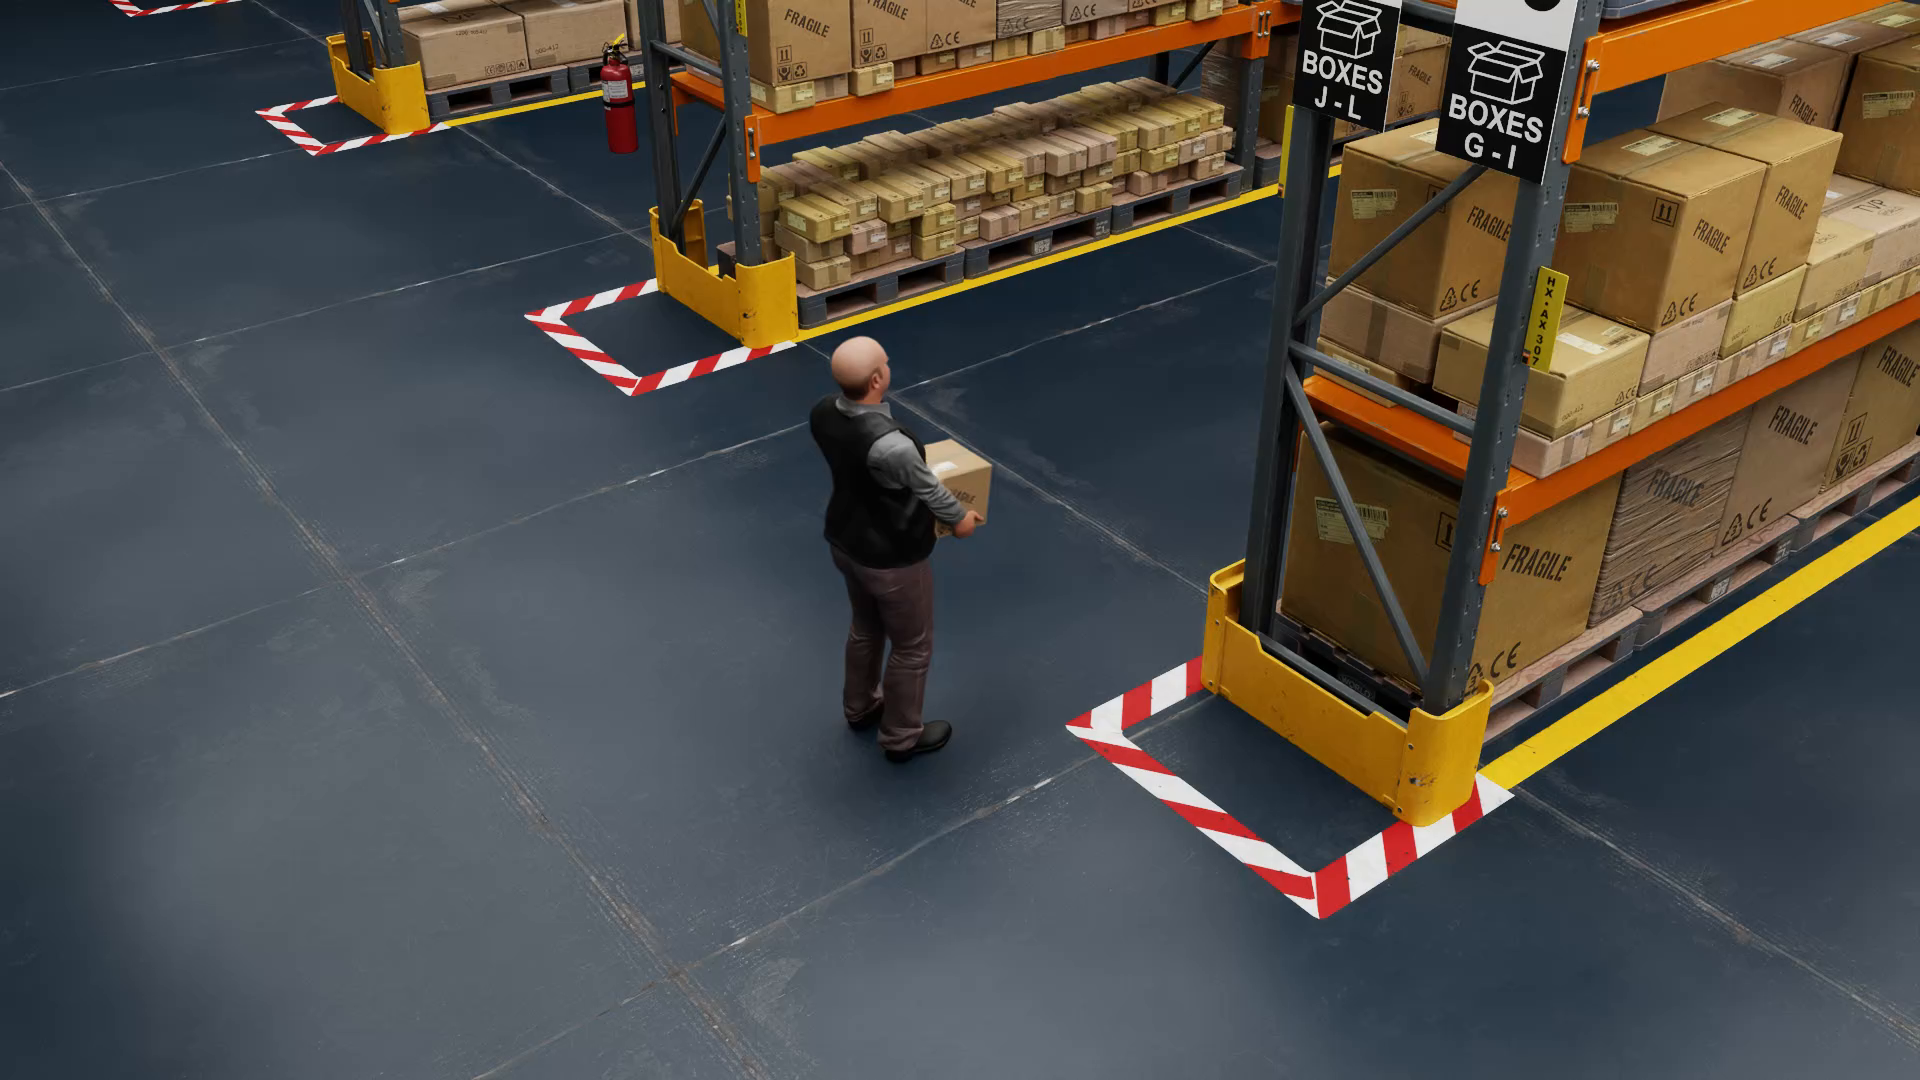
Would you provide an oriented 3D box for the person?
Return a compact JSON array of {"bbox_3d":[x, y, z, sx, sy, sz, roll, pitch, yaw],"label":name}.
[{"bbox_3d":[-0.222,0.034,6.184,0.550,1.638,0.496,-22,38,-31],"label":"person"}]
